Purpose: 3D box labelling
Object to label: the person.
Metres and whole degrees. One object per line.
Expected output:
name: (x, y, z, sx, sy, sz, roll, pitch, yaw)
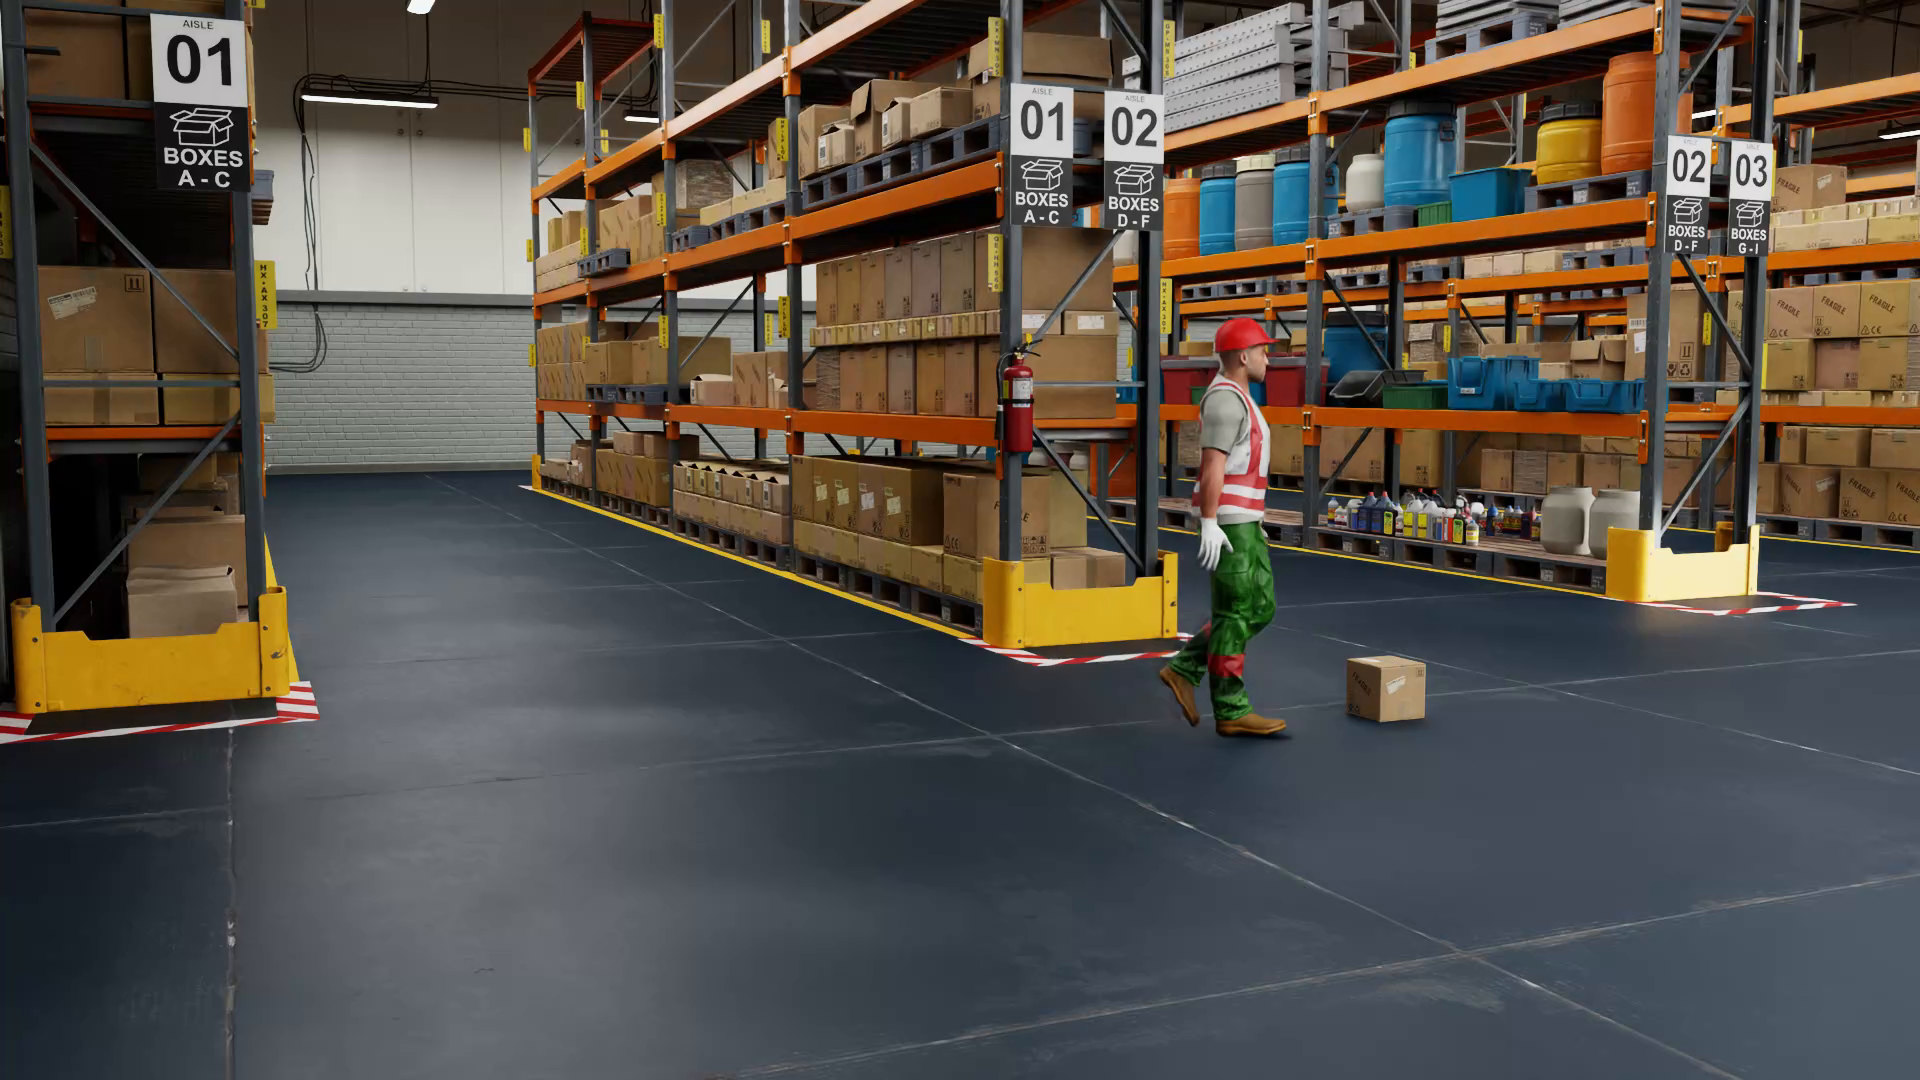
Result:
person: (1.230, -0.031, 7.162, 0.398, 1.855, 0.594, 1, 5, 10)
